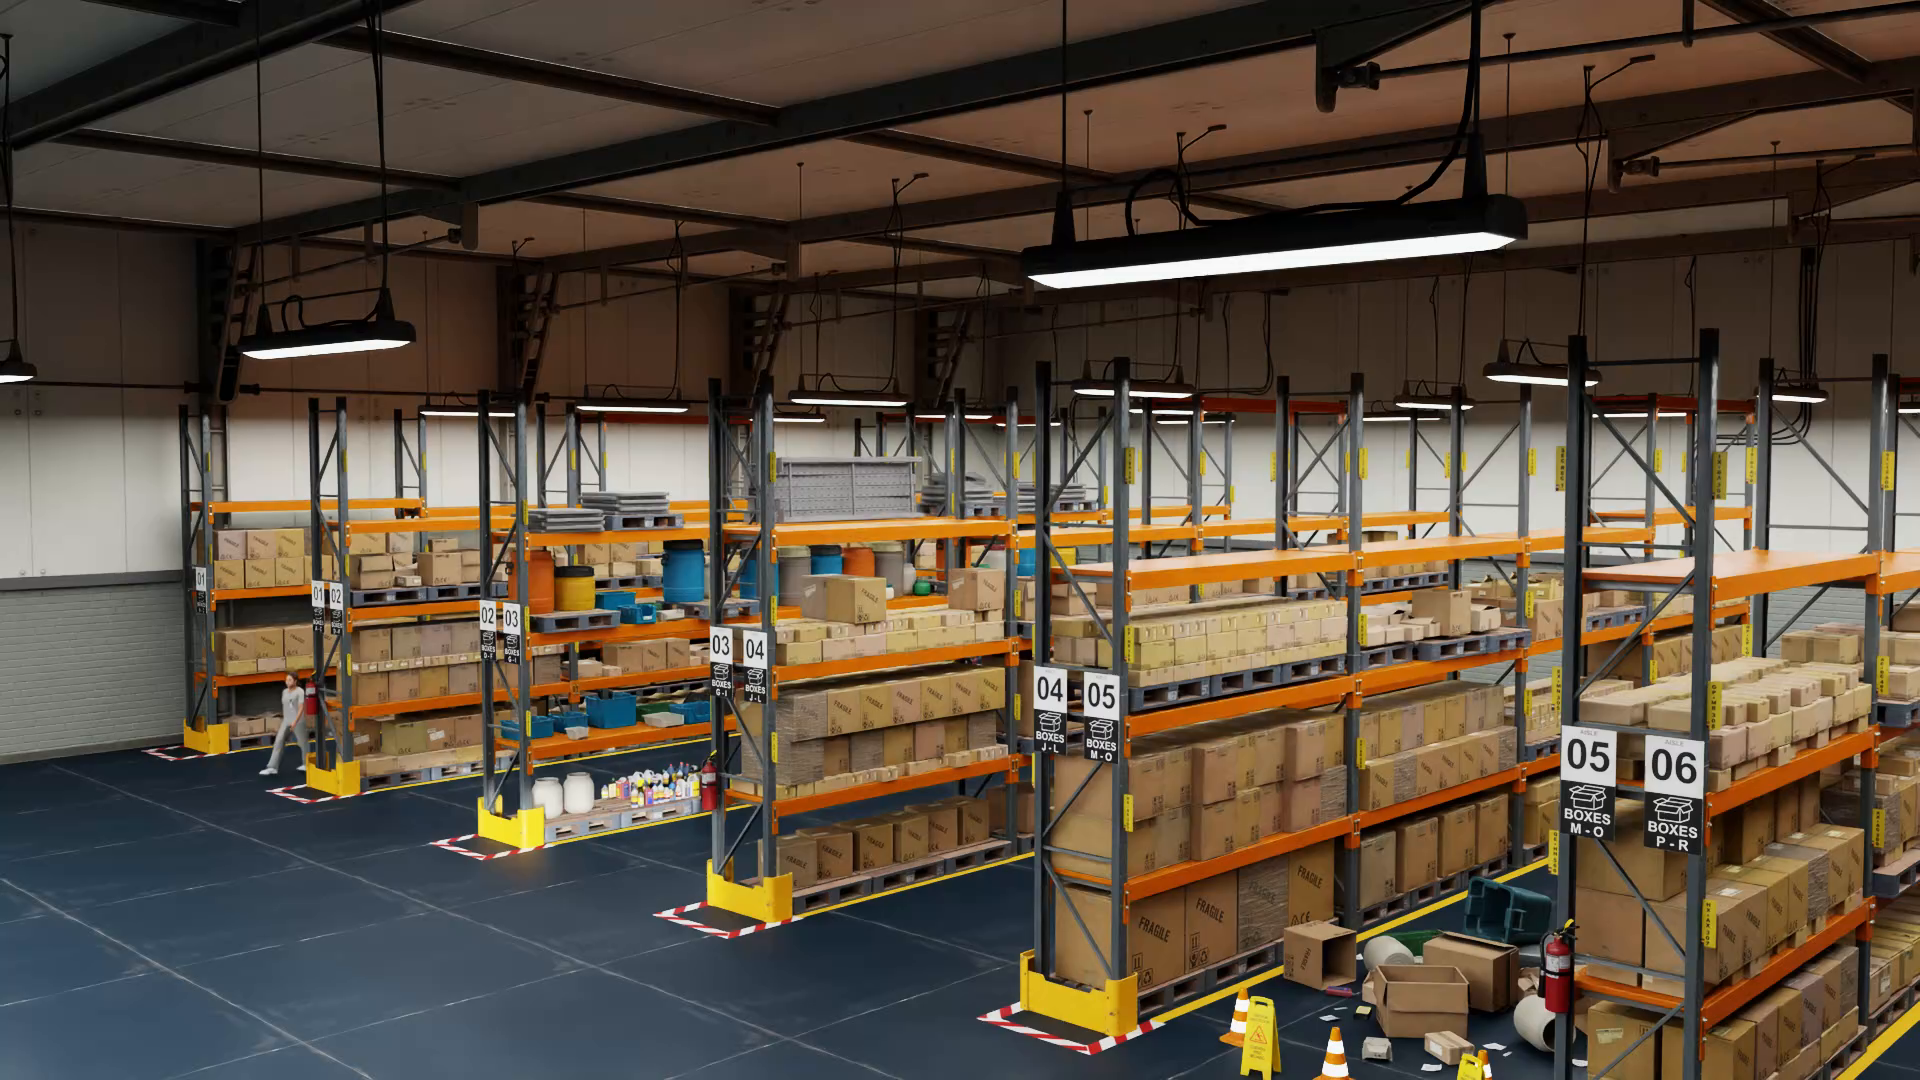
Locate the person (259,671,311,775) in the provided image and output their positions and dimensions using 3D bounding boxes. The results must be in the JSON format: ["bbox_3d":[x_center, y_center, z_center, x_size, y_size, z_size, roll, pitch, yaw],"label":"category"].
[{"bbox_3d":[-10.736,2.924,26.611,0.496,1.624,0.953,1,3,12],"label":"person"}]
